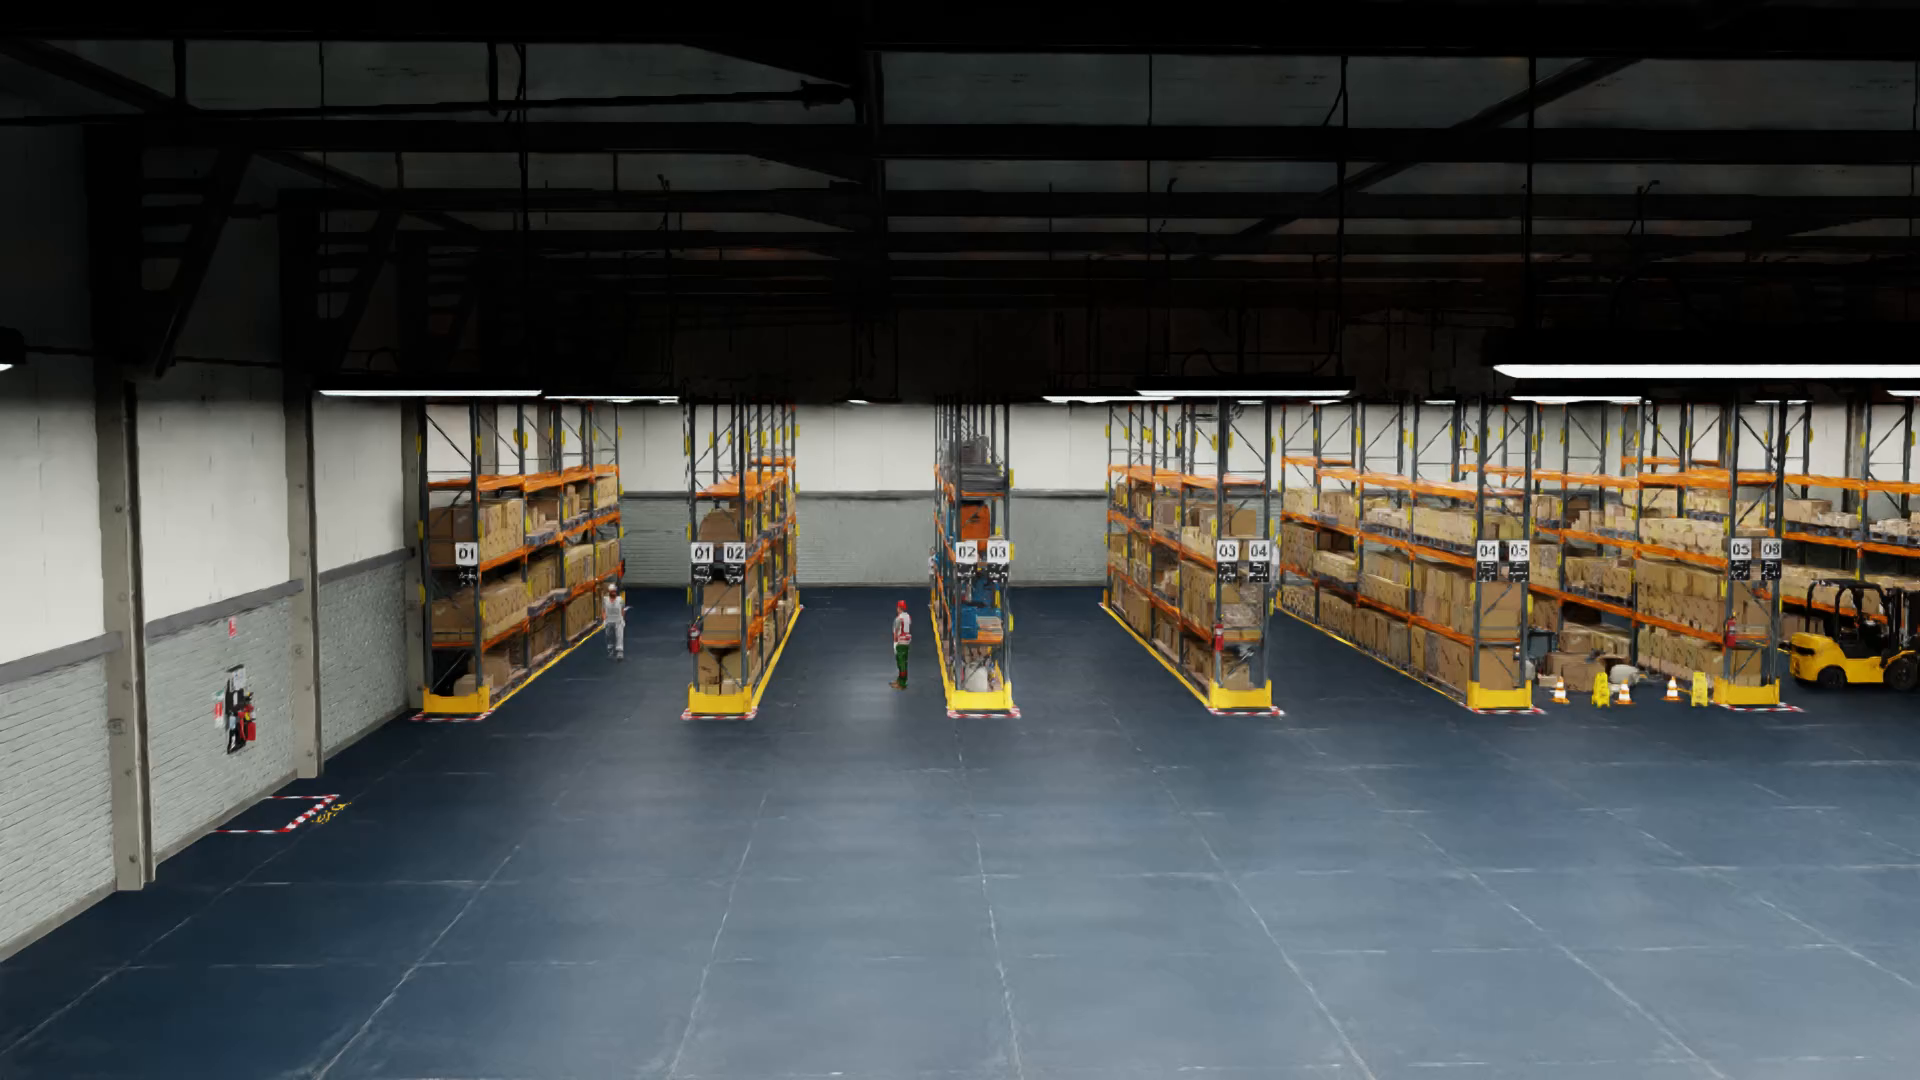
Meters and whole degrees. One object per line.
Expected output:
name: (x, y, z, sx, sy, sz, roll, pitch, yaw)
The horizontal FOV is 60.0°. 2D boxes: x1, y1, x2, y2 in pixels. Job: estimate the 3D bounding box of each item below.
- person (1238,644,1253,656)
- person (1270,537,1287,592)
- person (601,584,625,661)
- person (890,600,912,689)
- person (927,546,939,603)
person: (6.570, 1.784, 38.081, 0.517, 1.779, 0.625, -3, 5, -29)
person: (9.933, 0.731, 51.694, 0.574, 1.722, 0.955, 2, 5, 19)
person: (-7.816, 1.848, 37.459, 0.528, 1.727, 1.030, -1, 5, -10)
person: (-1.242, 2.104, 33.849, 0.489, 1.787, 0.608, 2, 5, 28)
person: (-0.703, 1.001, 48.519, 0.490, 1.683, 0.495, -3, 5, -32)
